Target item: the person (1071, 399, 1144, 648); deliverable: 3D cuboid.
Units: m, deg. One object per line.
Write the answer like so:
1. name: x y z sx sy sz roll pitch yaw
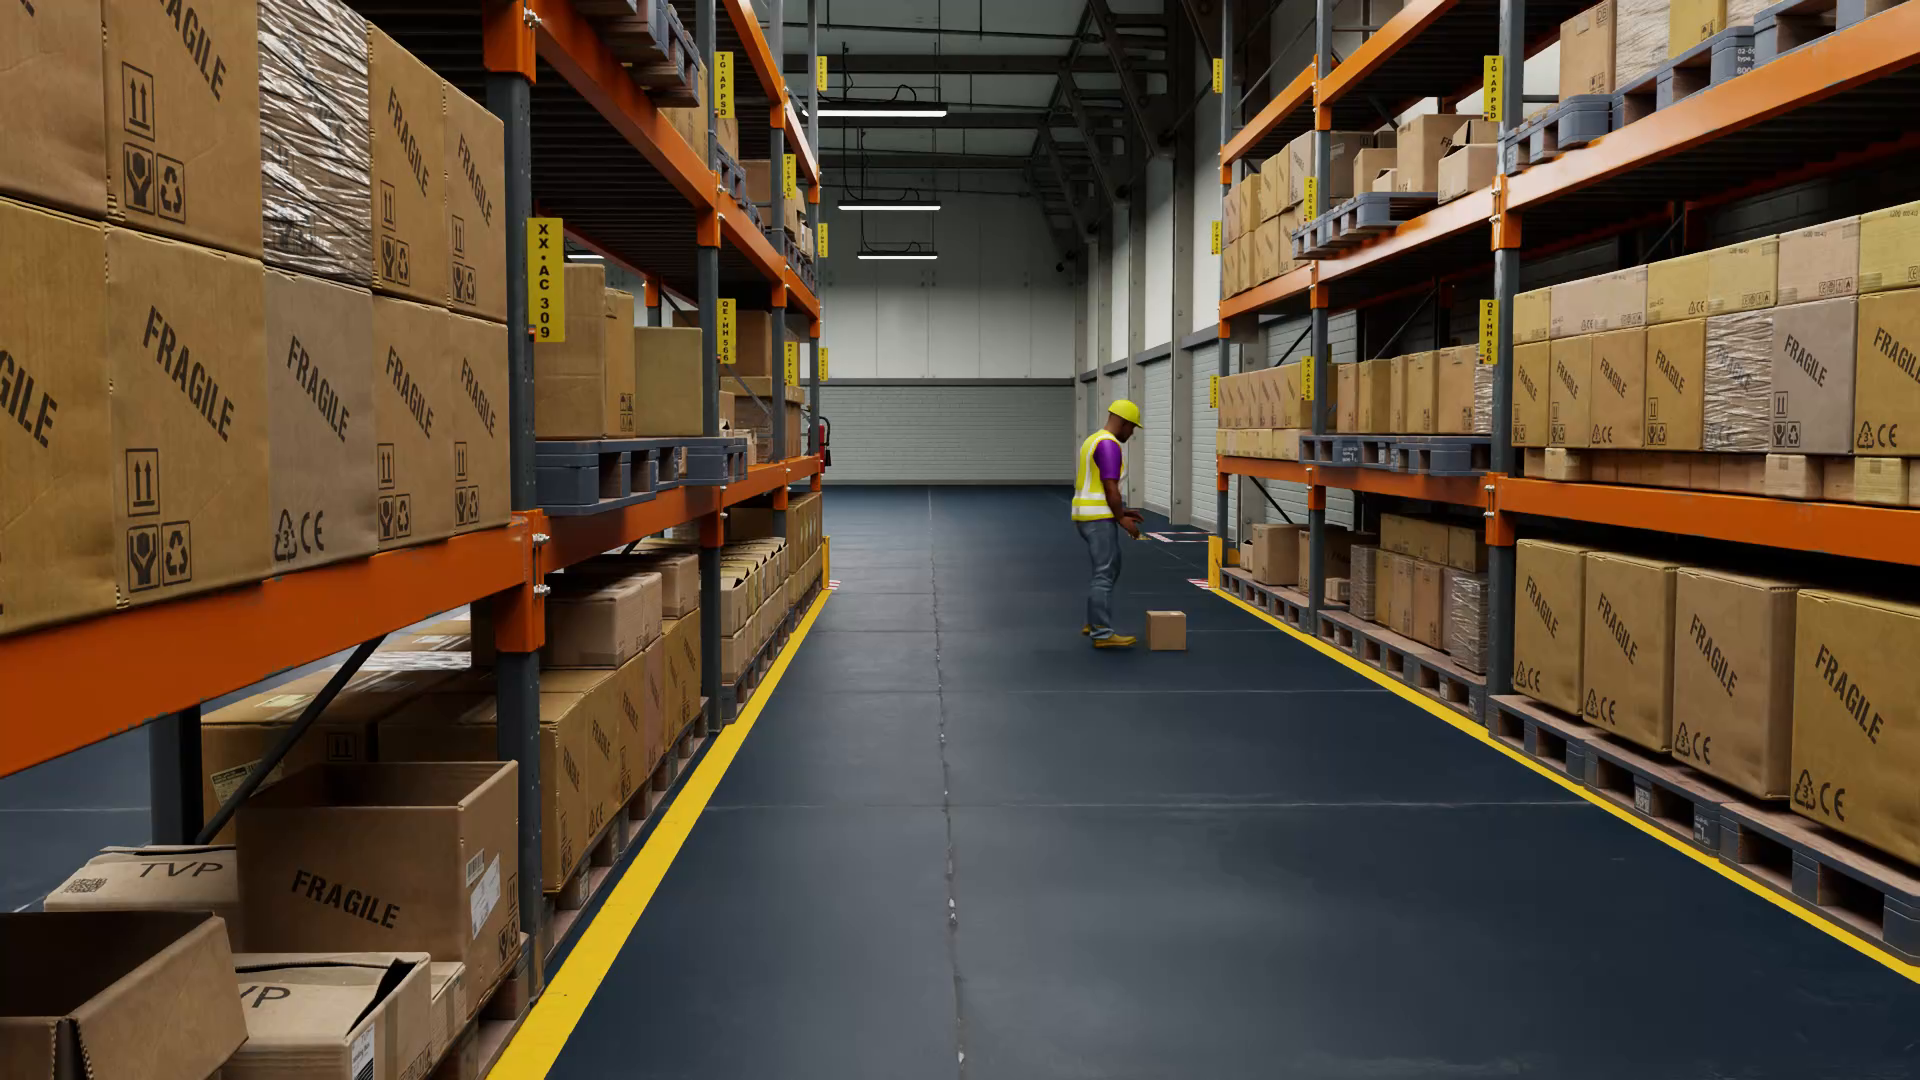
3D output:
1. person: 1.083 -0.110 11.795 0.567 1.773 0.588 -1 4 -10
